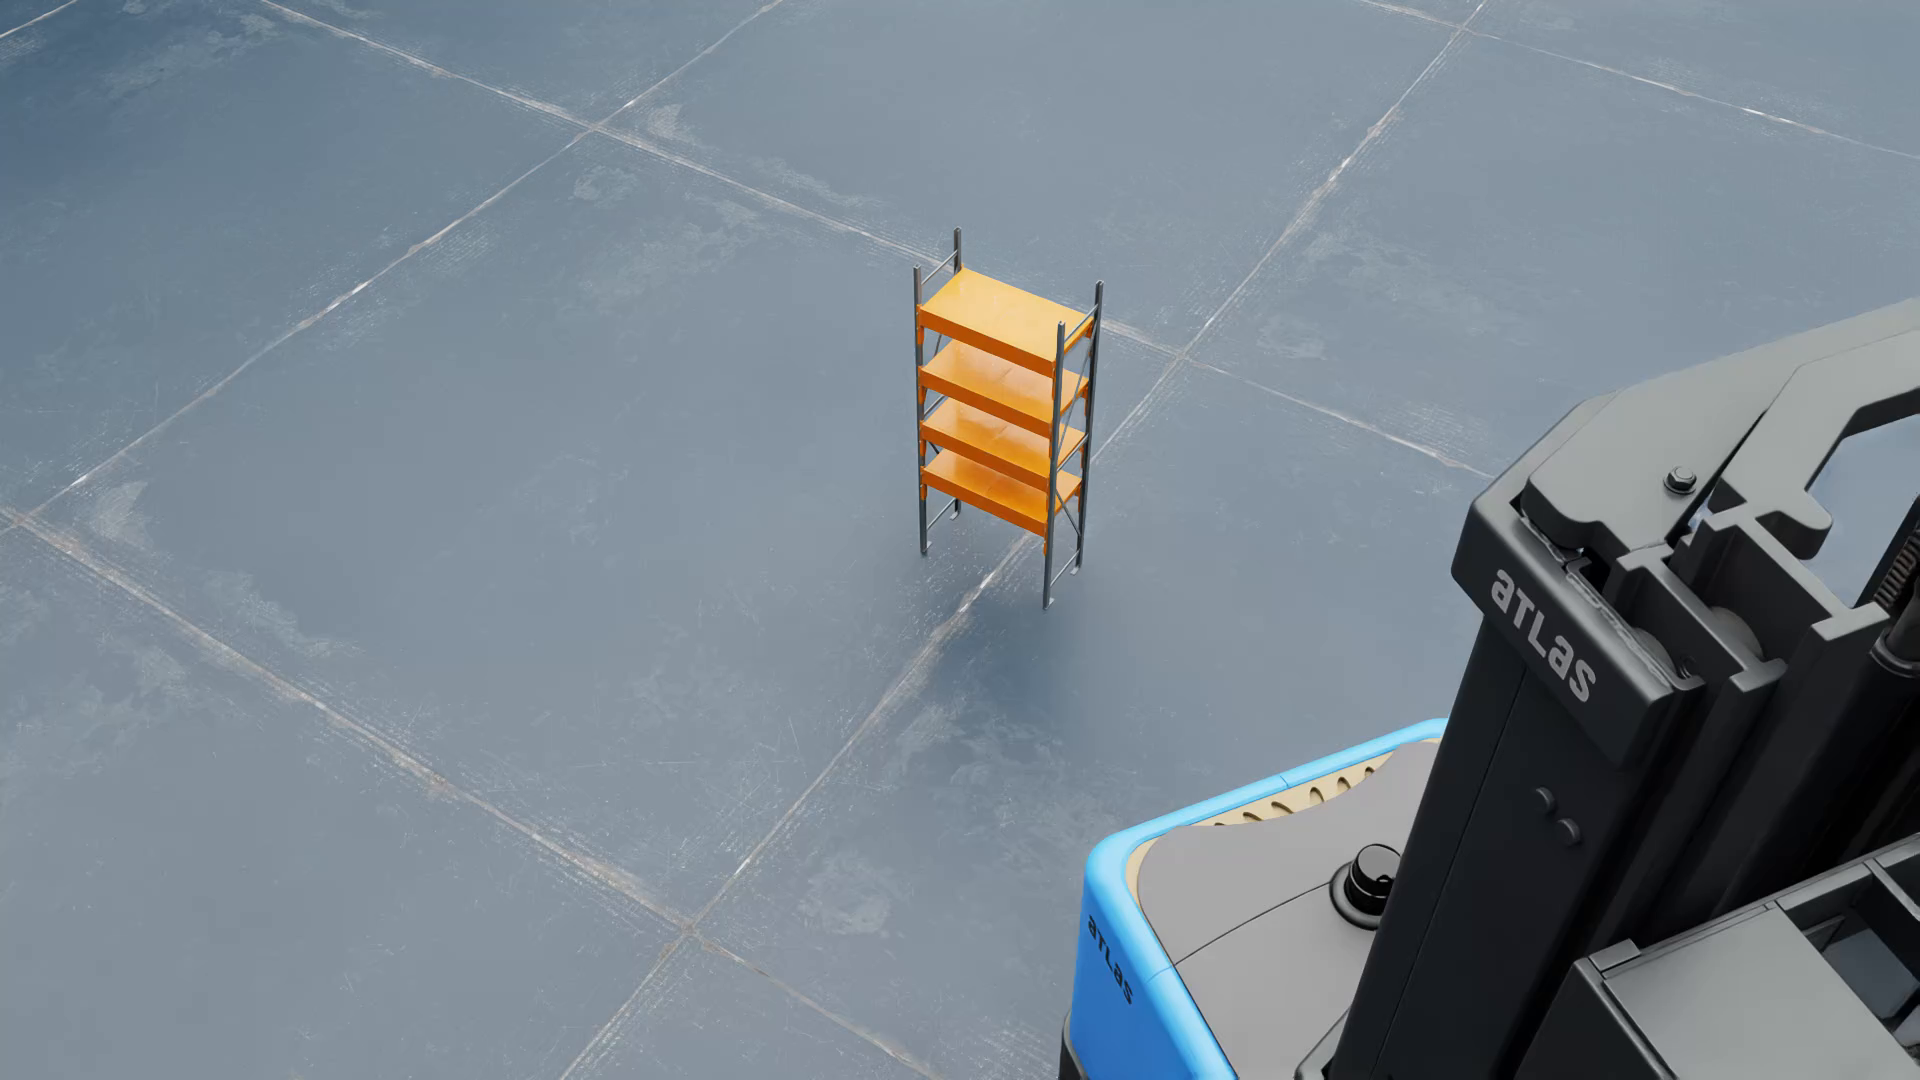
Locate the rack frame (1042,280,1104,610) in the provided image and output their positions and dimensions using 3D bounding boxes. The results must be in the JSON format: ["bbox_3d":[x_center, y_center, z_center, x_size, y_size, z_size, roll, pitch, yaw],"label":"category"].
[{"bbox_3d":[0.345,-0.260,5.166,0.015,1.200,0.240,25,51,22],"label":"rack frame"}]

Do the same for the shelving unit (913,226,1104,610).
[{"bbox_3d":[0.139,-0.354,5.257,0.503,1.200,0.258,25,51,22],"label":"shelving unit"}]

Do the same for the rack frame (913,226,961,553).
[{"bbox_3d":[-0.066,-0.449,5.349,0.015,1.200,0.240,25,51,22],"label":"rack frame"}]

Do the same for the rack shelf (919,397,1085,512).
[{"bbox_3d":[0.139,-0.307,5.306,0.480,0.148,0.258,25,51,22],"label":"rack shelf"}]

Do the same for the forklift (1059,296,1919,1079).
[{"bbox_3d":[1.292,1.232,2.509,1.130,2.935,3.031,-17,48,-16],"label":"forklift"}]

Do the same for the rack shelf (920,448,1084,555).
[{"bbox_3d":[0.139,-0.169,5.448,0.480,0.148,0.258,25,51,22],"label":"rack shelf"}]

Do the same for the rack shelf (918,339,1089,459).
[{"bbox_3d":[0.139,-0.463,5.145,0.480,0.148,0.258,25,51,22],"label":"rack shelf"}]

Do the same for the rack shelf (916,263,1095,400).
[{"bbox_3d":[0.139,-0.628,4.976,0.480,0.148,0.258,25,51,22],"label":"rack shelf"}]
